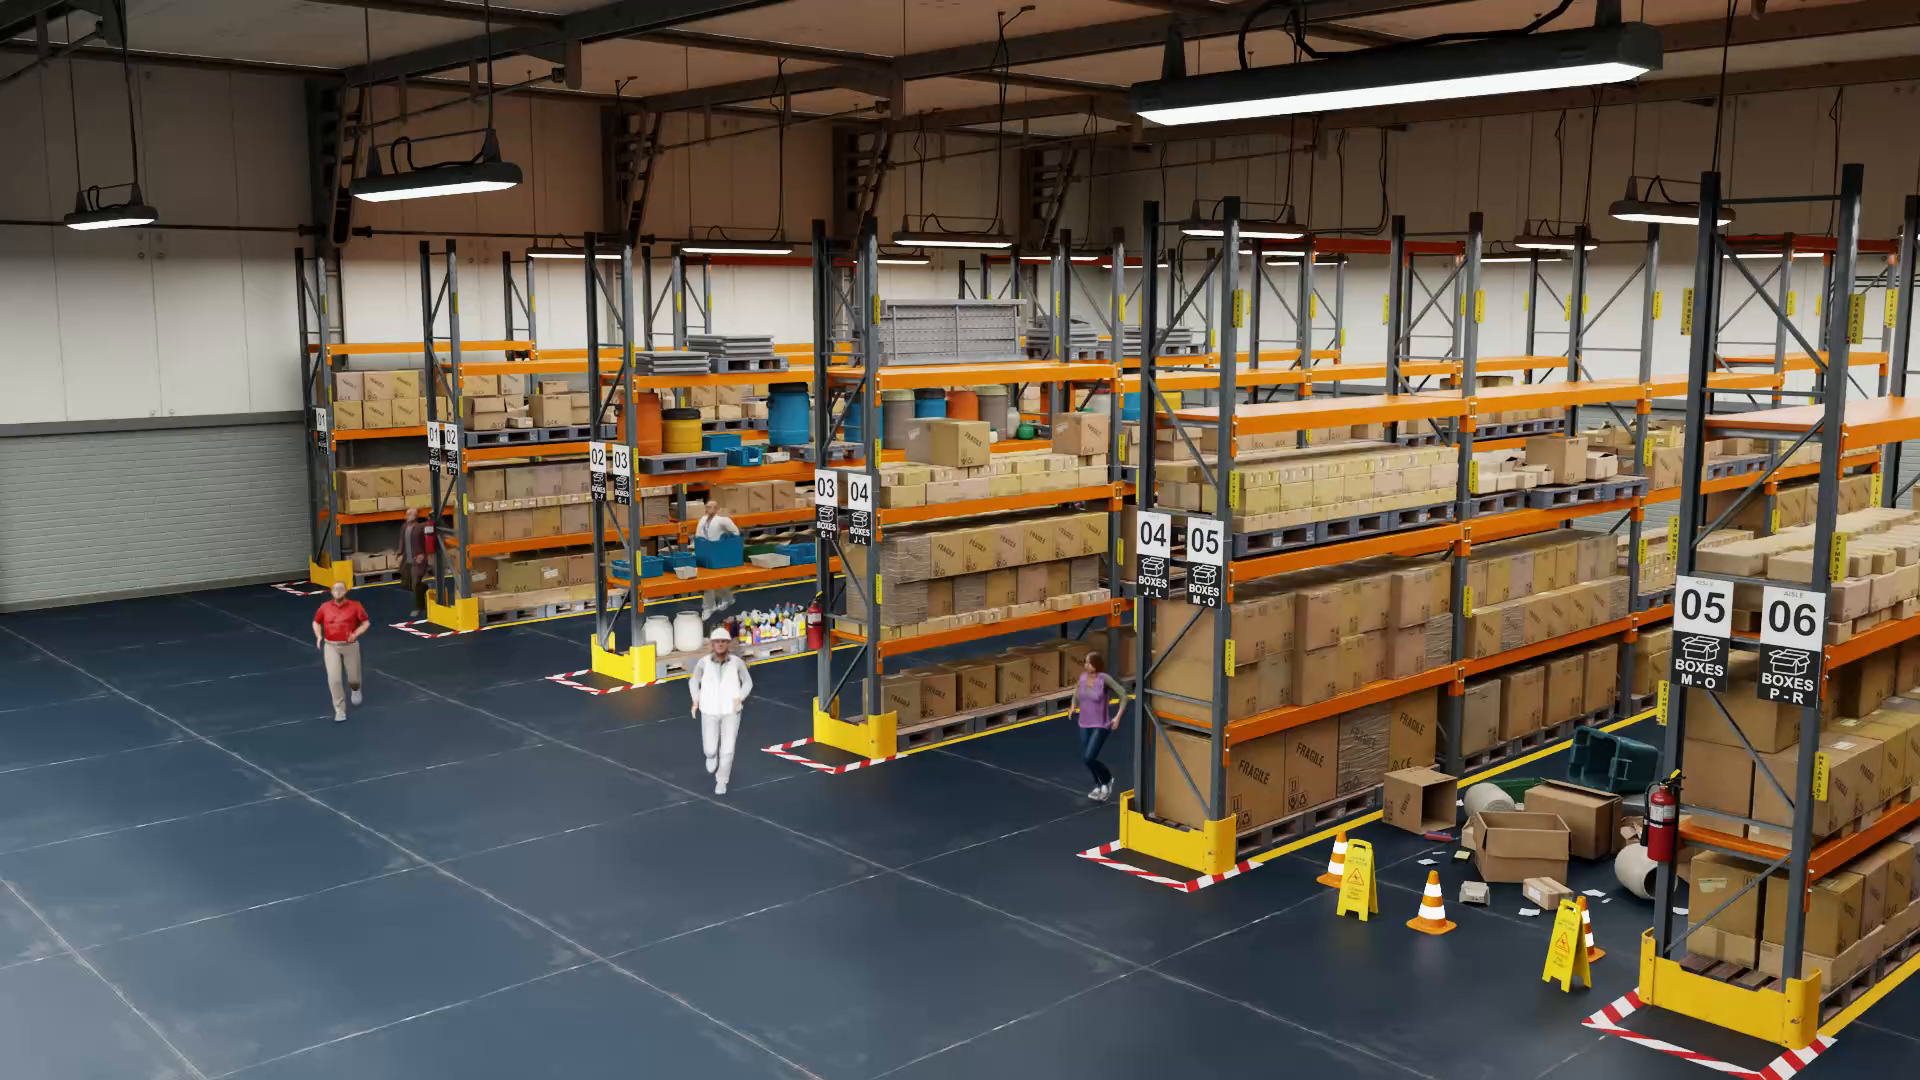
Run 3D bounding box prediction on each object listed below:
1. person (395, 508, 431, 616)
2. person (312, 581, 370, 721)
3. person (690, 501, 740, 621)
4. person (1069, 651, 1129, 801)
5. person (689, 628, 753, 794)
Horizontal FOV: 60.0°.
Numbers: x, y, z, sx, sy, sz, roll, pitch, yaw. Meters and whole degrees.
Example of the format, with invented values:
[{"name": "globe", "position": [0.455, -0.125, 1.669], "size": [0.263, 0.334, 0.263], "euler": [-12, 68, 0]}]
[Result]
[{"name": "person", "position": [-8.852, 0.450, 27.226], "size": [0.761, 1.566, 0.656], "euler": [3, 9, 22]}, {"name": "person", "position": [-7.619, 1.339, 20.488], "size": [0.672, 1.682, 0.761], "euler": [-2, 9, -15]}, {"name": "person", "position": [-3.859, 0.294, 26.044], "size": [0.684, 1.842, 0.860], "euler": [8, 11, 42]}, {"name": "person", "position": [1.365, 1.917, 16.939], "size": [0.573, 1.550, 0.607], "euler": [7, 11, 41]}, {"name": "person", "position": [-2.508, 1.776, 17.471], "size": [0.671, 1.730, 0.587], "euler": [-1, 8, -5]}]
